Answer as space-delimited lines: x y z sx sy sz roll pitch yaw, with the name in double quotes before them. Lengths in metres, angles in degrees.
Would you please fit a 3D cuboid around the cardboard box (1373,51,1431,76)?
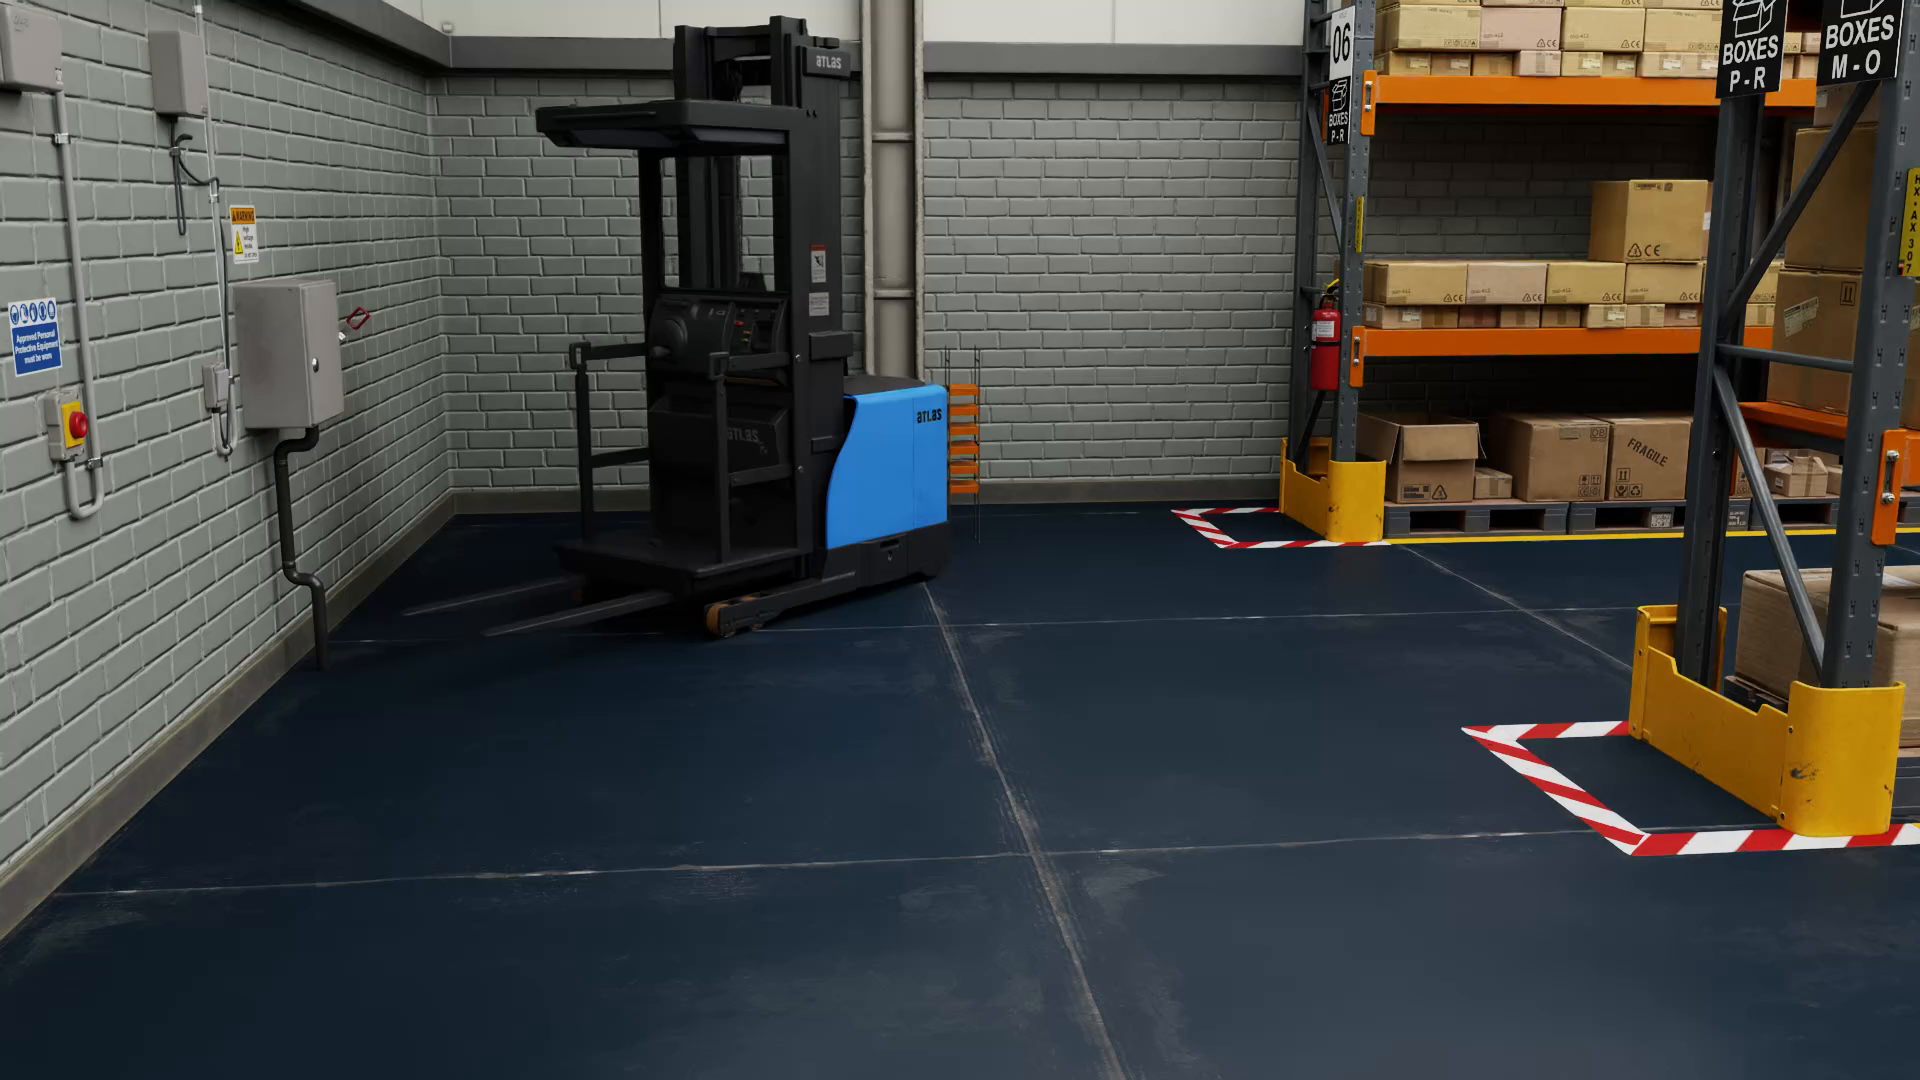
"cardboard box" 2.670 -2.878 10.106 0.250 0.149 0.380 -1 11 -5

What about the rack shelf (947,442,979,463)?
"rack shelf" 0.014 -0.545 10.262 0.180 0.103 0.258 -1 11 -6

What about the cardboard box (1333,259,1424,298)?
"cardboard box" 2.757 -1.700 10.857 0.500 0.250 0.500 -1 11 -4

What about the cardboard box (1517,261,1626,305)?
"cardboard box" 3.813 -1.619 10.445 0.500 0.250 0.500 -1 11 -7

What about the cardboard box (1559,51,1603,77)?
"cardboard box" 3.703 -2.883 10.130 0.250 0.149 0.380 -1 11 -6

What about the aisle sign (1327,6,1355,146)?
"aisle sign" 2.292 -2.785 10.019 0.004 0.787 0.394 -1 11 -6

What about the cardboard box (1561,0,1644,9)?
"cardboard box" 3.802 -3.338 10.116 0.500 0.250 0.500 -1 11 -7

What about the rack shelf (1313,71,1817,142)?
"rack shelf" 4.317 -2.728 10.556 4.000 0.370 1.077 -1 11 -6

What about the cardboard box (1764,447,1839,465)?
"cardboard box" 5.623 -0.569 11.367 0.500 0.311 0.500 -1 11 -4

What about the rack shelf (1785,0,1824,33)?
"rack shelf" 4.856 -1.776 5.714 4.000 0.370 1.077 -1 11 -6

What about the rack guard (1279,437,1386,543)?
"rack guard" 2.404 -0.342 10.813 0.348 0.500 1.175 -1 11 -6

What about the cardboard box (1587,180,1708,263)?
"cardboard box" 4.300 -1.997 10.422 0.500 0.500 0.500 -1 11 -5

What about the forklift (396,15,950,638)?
"forklift" -1.358 -1.077 8.247 1.130 2.935 3.031 9 14 37

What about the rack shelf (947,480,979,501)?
"rack shelf" 0.014 -0.310 10.309 0.180 0.103 0.258 -1 11 -6

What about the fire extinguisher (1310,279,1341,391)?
"fire extinguisher" 2.232 -1.255 10.141 0.183 0.674 0.296 -1 11 -6

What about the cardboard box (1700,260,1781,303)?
"cardboard box" 4.831 -1.644 10.574 0.500 0.250 0.500 -1 11 -6

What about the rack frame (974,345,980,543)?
"rack frame" 0.105 -0.591 10.264 0.006 1.200 0.240 -1 11 -6

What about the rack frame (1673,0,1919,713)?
"rack frame" 2.868 -0.615 5.722 0.127 3.000 1.000 -1 11 -6

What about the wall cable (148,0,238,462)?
"wall cable" -2.900 -1.264 6.386 0.122 1.984 0.588 -1 11 -6

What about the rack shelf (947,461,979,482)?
"rack shelf" 0.014 -0.428 10.286 0.180 0.103 0.258 -1 11 -6

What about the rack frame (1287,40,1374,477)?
"rack frame" 2.328 -1.567 10.564 0.127 3.000 1.000 -1 11 -6

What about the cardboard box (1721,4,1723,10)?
"cardboard box" 4.821 -3.362 10.240 0.500 0.250 0.500 -1 11 -5

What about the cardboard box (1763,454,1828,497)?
"cardboard box" 5.428 -0.440 10.827 0.258 0.266 0.396 -1 11 -4

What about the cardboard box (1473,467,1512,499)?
"cardboard box" 3.373 -0.370 10.778 0.250 0.149 0.380 -2 11 -8

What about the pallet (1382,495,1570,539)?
"pallet" 3.196 -0.217 10.926 1.213 0.211 1.003 -1 11 -6

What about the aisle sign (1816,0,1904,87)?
"aisle sign" 2.828 -1.834 5.181 0.004 0.787 0.394 -1 11 -6

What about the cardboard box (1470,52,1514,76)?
"cardboard box" 3.185 -2.890 10.169 0.250 0.149 0.380 -1 11 -6

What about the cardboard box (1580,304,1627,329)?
"cardboard box" 3.971 -1.415 10.443 0.250 0.149 0.380 -2 11 -8

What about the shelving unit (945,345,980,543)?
"shelving unit" 0.014 -0.589 10.254 0.189 1.200 0.258 -1 11 -6

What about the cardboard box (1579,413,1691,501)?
"cardboard box" 4.337 -0.543 10.748 0.500 0.500 0.500 -1 11 -5

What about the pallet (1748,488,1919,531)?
"pallet" 5.622 -0.268 11.185 1.213 0.211 1.003 -1 11 -6

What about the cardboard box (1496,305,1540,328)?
"cardboard box" 3.448 -1.418 10.456 0.250 0.149 0.380 -1 11 -4

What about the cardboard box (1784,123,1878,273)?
"cardboard box" 3.322 -1.211 5.899 0.500 0.500 0.500 -1 11 -4

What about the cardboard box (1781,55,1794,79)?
"cardboard box" 4.954 -2.922 10.332 0.250 0.149 0.380 -1 11 -4

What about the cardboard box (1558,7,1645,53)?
"cardboard box" 3.812 -3.091 10.157 0.500 0.250 0.500 -2 11 -8

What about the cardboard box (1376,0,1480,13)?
"cardboard box" 2.797 -3.318 10.014 0.500 0.250 0.500 -1 11 -7

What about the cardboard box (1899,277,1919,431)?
"cardboard box" 3.376 -0.619 5.483 0.500 0.500 0.500 -1 11 -7

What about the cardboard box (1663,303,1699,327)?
"cardboard box" 4.479 -1.443 10.586 0.250 0.149 0.380 -1 11 -6

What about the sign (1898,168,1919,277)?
"sign" 2.922 -0.972 5.089 0.005 0.325 0.100 -1 11 -6

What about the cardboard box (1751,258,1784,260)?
"cardboard box" 5.286 -1.753 11.124 0.500 0.250 0.500 -1 11 -7

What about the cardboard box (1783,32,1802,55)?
"cardboard box" 4.826 -3.115 10.280 0.500 0.250 0.500 -1 11 -5

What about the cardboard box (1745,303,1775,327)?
"cardboard box" 4.988 -1.442 10.576 0.250 0.149 0.380 -1 11 -7

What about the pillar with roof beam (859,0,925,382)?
"pillar with roof beam" 0.015 -3.802 6.379 0.400 9.000 9.100 -1 11 -6

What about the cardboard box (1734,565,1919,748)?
"cardboard box" 3.513 0.403 6.096 0.875 0.438 0.875 -2 11 -8

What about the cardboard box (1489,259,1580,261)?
"cardboard box" 3.763 -1.720 10.958 0.500 0.250 0.500 -1 11 -4

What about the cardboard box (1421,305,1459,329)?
"cardboard box" 2.933 -1.412 10.427 0.250 0.149 0.380 -1 11 -5

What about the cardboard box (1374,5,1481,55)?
"cardboard box" 2.799 -3.068 10.041 0.500 0.250 0.500 -1 11 -7

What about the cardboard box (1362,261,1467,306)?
"cardboard box" 2.809 -1.597 10.335 0.500 0.250 0.500 -1 11 -6

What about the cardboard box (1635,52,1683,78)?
"cardboard box" 4.205 -2.891 10.173 0.250 0.149 0.380 -1 11 -6
